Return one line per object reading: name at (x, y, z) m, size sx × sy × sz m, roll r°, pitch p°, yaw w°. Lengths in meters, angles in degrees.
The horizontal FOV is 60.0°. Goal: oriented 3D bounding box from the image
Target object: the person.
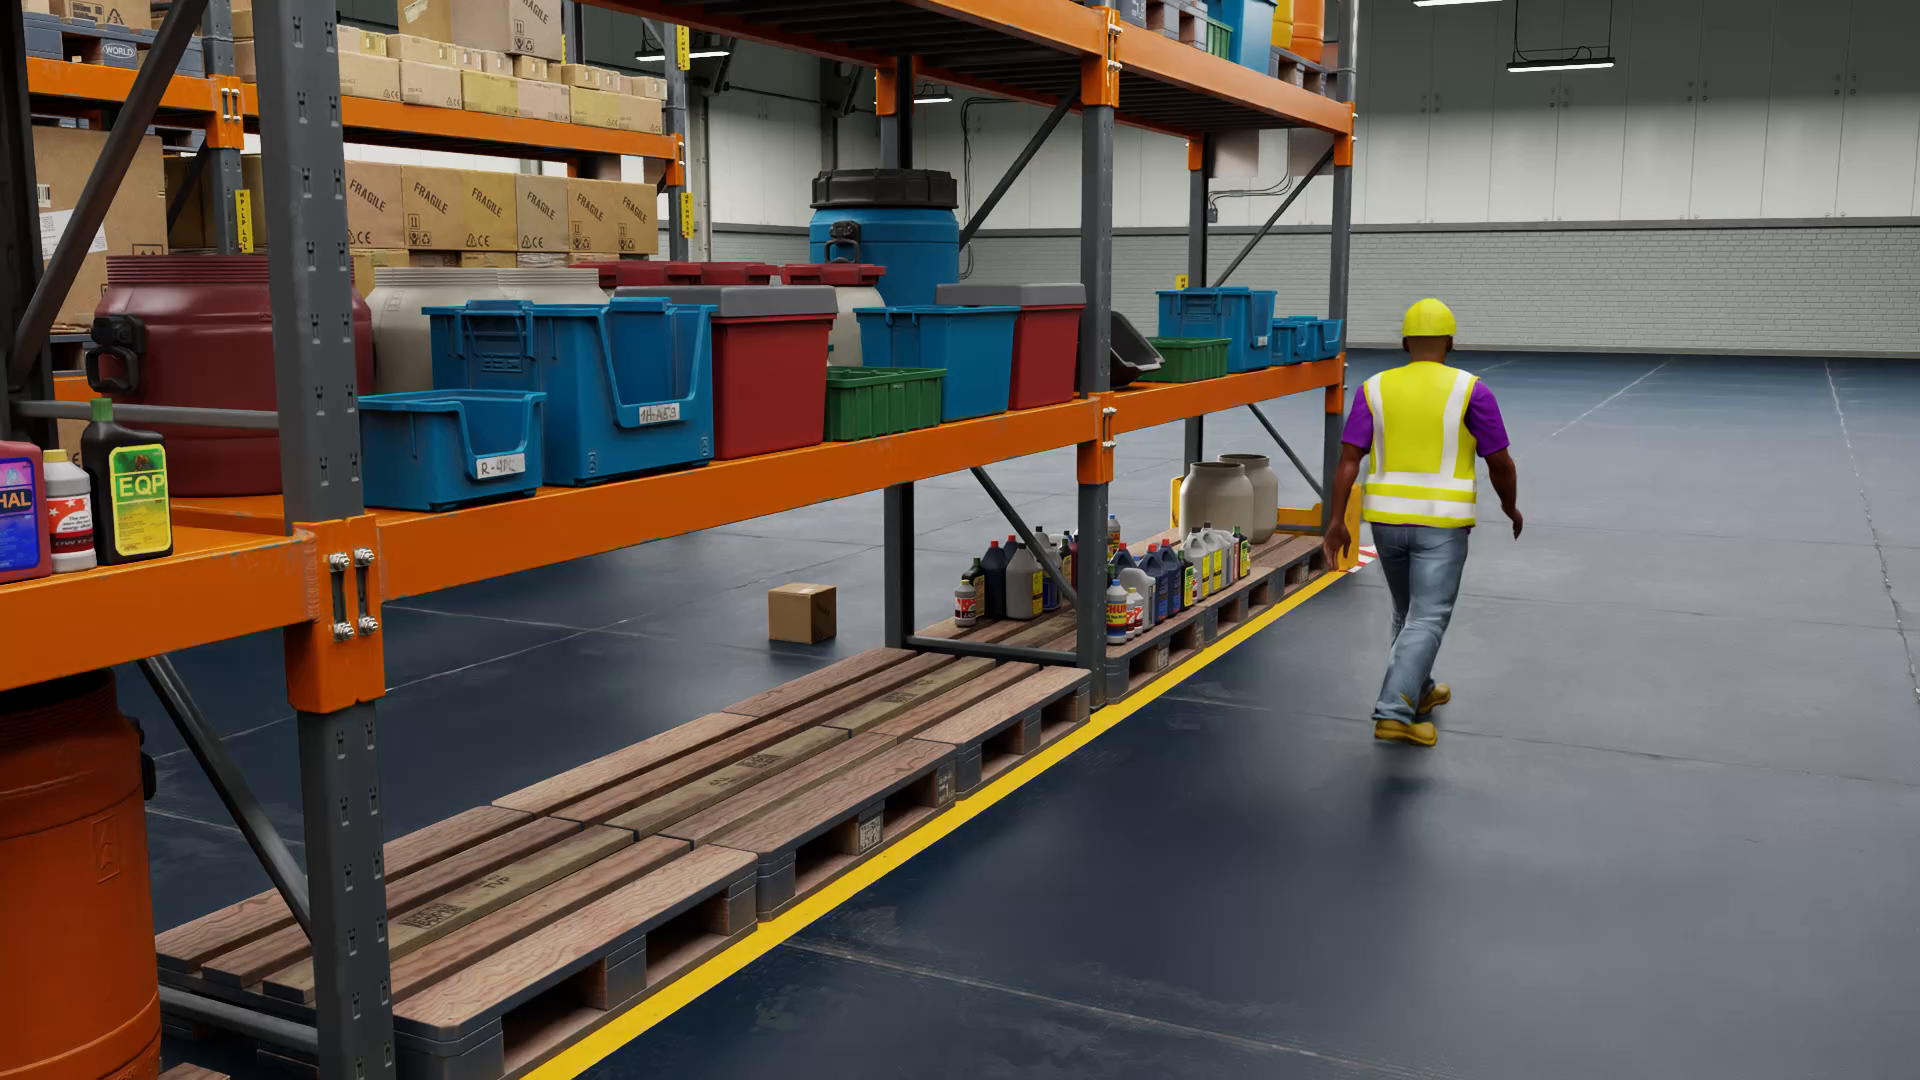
person at (1.774, -0.076, 6.410) m, size 0.627 × 1.691 × 1.150 m, roll 6°, pitch 11°, yaw 34°
